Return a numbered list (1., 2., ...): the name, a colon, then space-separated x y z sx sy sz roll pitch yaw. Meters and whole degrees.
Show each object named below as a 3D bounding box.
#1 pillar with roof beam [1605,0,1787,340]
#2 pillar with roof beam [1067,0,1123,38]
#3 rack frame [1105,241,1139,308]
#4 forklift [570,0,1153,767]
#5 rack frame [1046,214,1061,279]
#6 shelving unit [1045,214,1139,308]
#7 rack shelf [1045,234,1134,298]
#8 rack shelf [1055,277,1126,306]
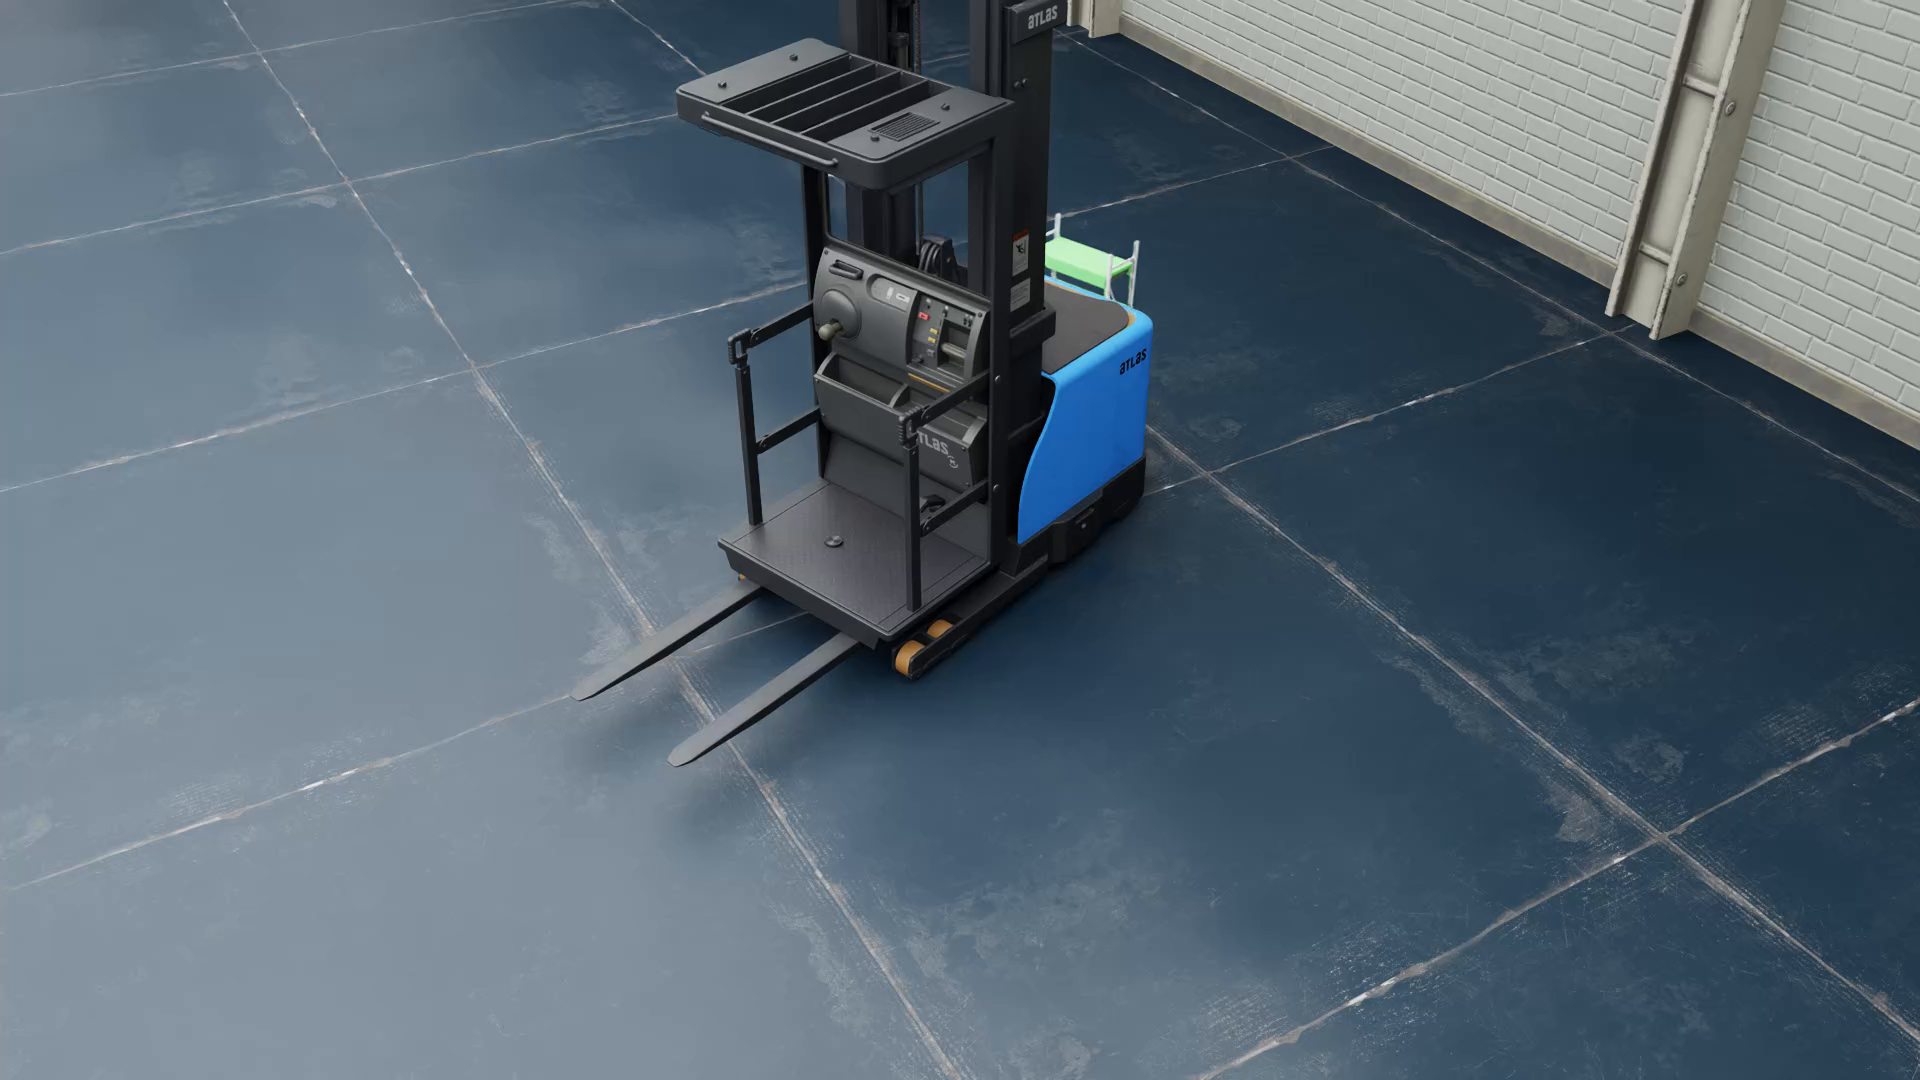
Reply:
1. pillar with roof beam: 0.441 -3.689 5.671 9.100 9.000 0.400 -19 40 -24
2. pillar with roof beam: -2.573 -6.749 9.861 9.100 9.000 0.400 -19 40 -24
3. rack frame: 0.782 -0.933 8.497 0.015 1.200 0.240 26 40 31
4. forklift: -0.404 -0.904 7.003 1.130 2.935 3.031 27 44 32
5. rack frame: 0.408 -1.119 8.751 0.015 1.200 0.240 26 40 31
6. shelving unit: 0.595 -1.026 8.624 0.503 1.200 0.258 26 40 31
7. rack shelf: 0.612 -1.373 8.395 0.480 0.148 0.258 26 40 31
8. rack shelf: 0.602 -1.173 8.527 0.480 0.148 0.258 26 40 31
